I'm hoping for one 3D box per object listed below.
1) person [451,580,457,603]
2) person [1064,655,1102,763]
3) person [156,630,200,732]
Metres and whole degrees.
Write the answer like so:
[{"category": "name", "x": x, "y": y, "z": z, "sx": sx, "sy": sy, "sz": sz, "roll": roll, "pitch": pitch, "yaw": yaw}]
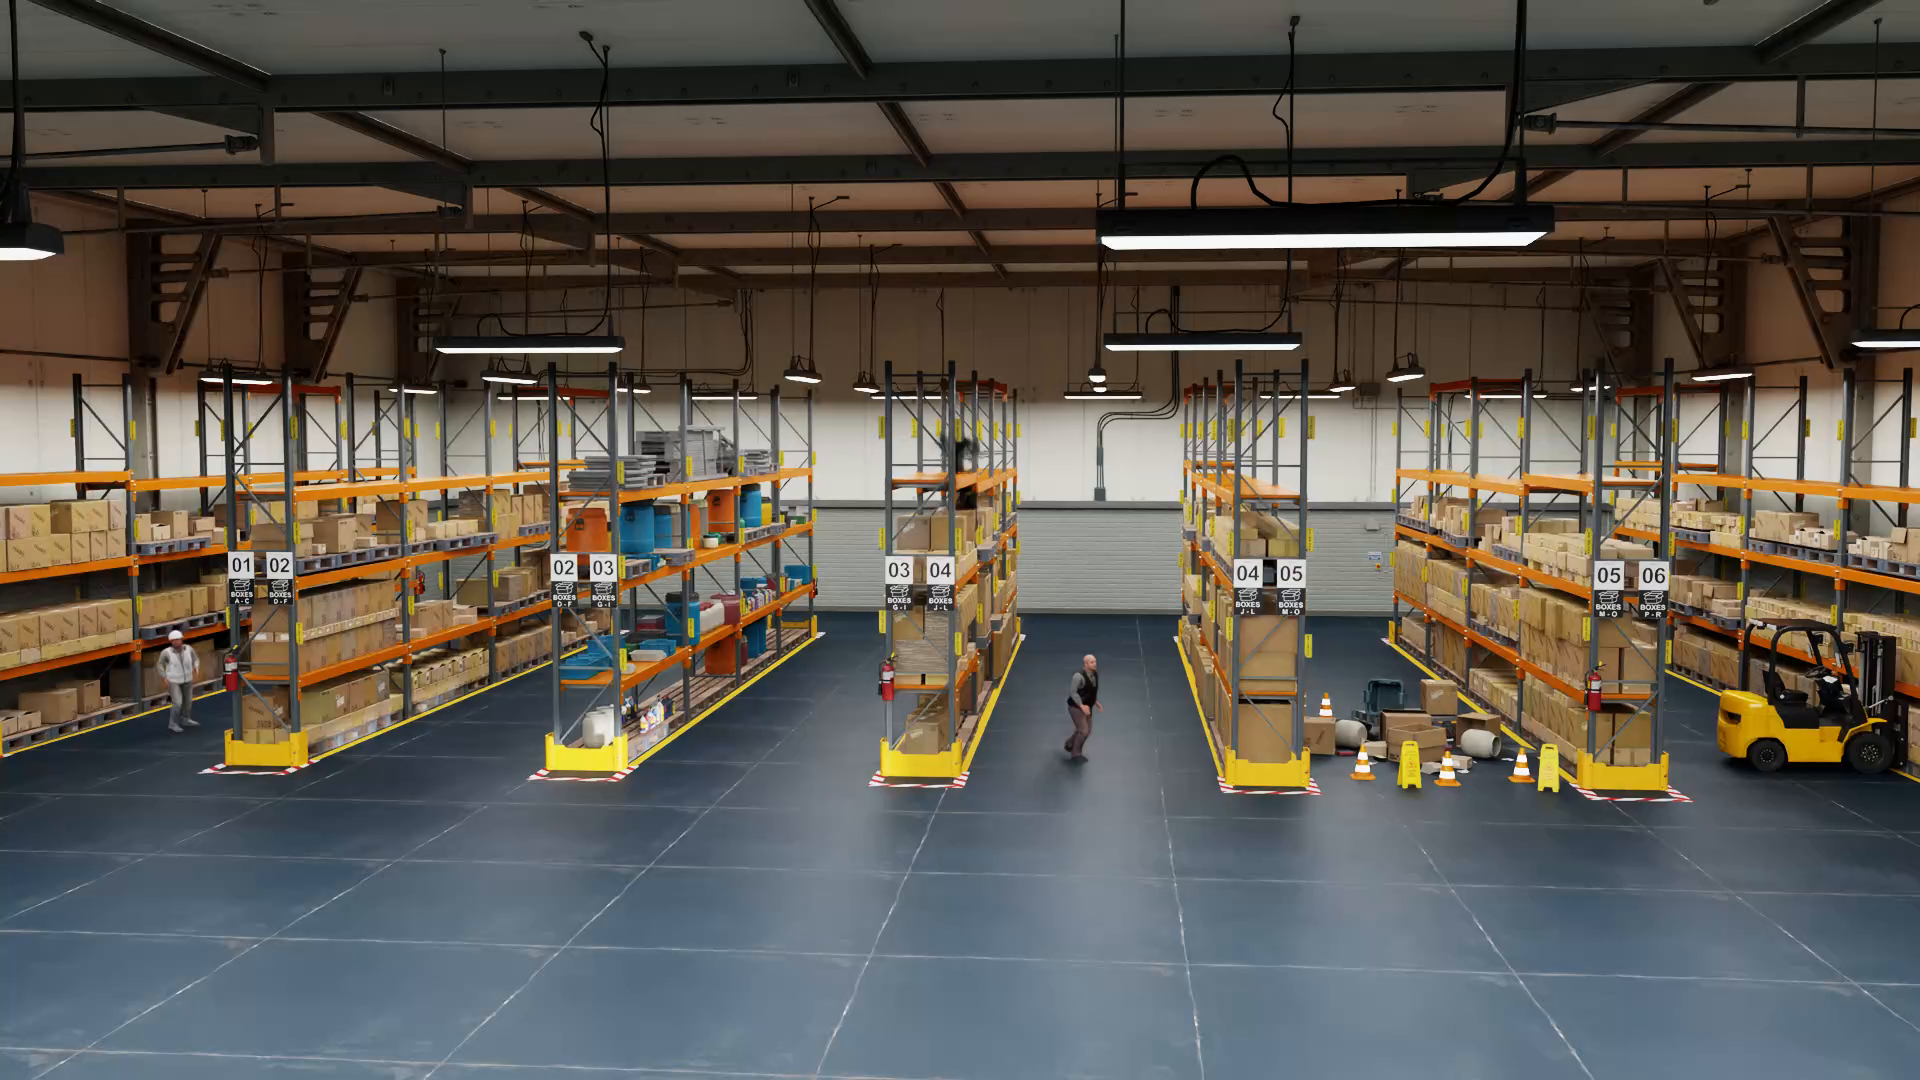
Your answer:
[{"category": "person", "x": -11.486, "y": 1.676, "z": 38.585, "sx": 0.610, "sy": 1.580, "sz": 0.827, "roll": 0, "pitch": 4, "yaw": -2}, {"category": "person", "x": 1.787, "y": 2.532, "z": 25.137, "sx": 0.759, "sy": 1.660, "sz": 0.642, "roll": 3, "pitch": 5, "yaw": 42}, {"category": "person", "x": -13.013, "y": 2.343, "z": 27.812, "sx": 0.812, "sy": 1.714, "sz": 0.685, "roll": 3, "pitch": 5, "yaw": 36}]
